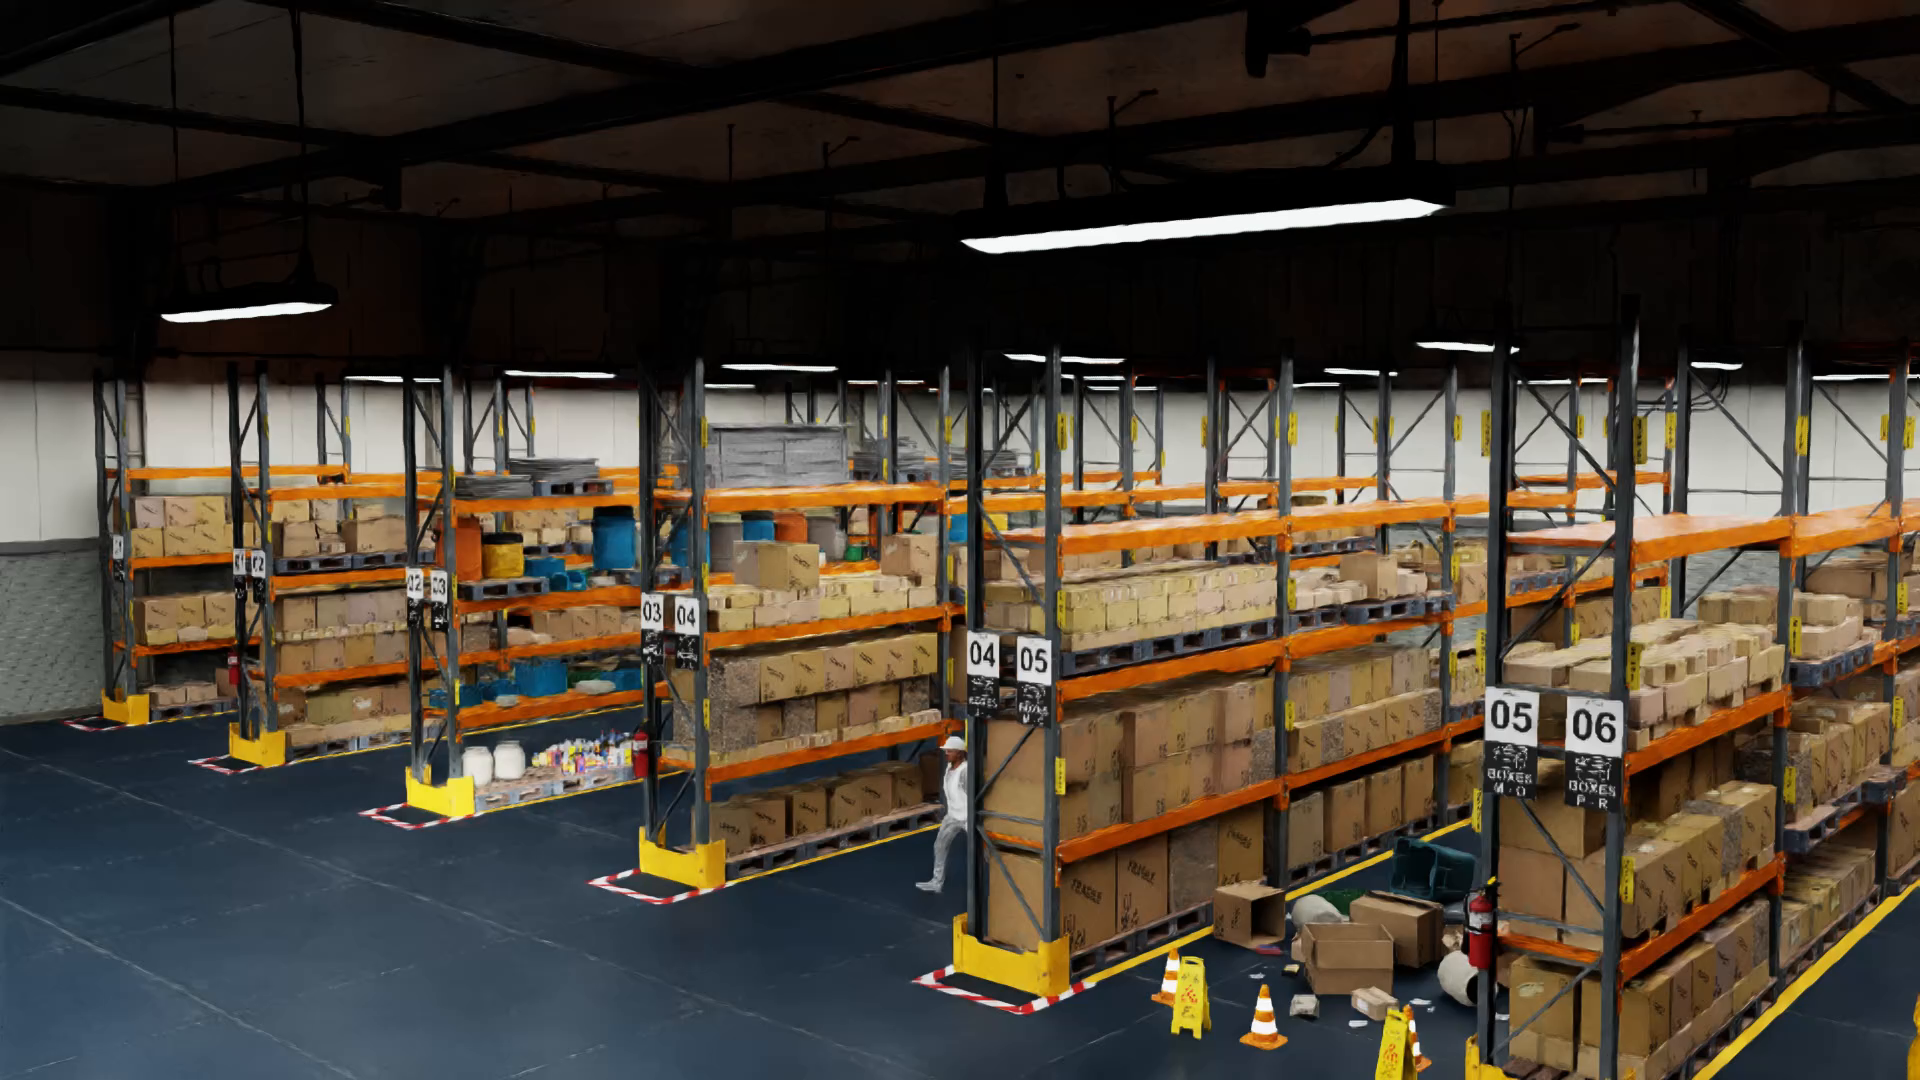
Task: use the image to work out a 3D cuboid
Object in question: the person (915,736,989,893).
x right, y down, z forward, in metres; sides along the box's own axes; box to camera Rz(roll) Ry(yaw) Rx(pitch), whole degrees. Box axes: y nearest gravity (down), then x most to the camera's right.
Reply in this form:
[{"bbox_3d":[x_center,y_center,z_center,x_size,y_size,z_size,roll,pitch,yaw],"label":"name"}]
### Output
[{"bbox_3d":[0.040,2.980,18.063,0.984,1.735,0.608,-2,5,-27],"label":"person"}]
